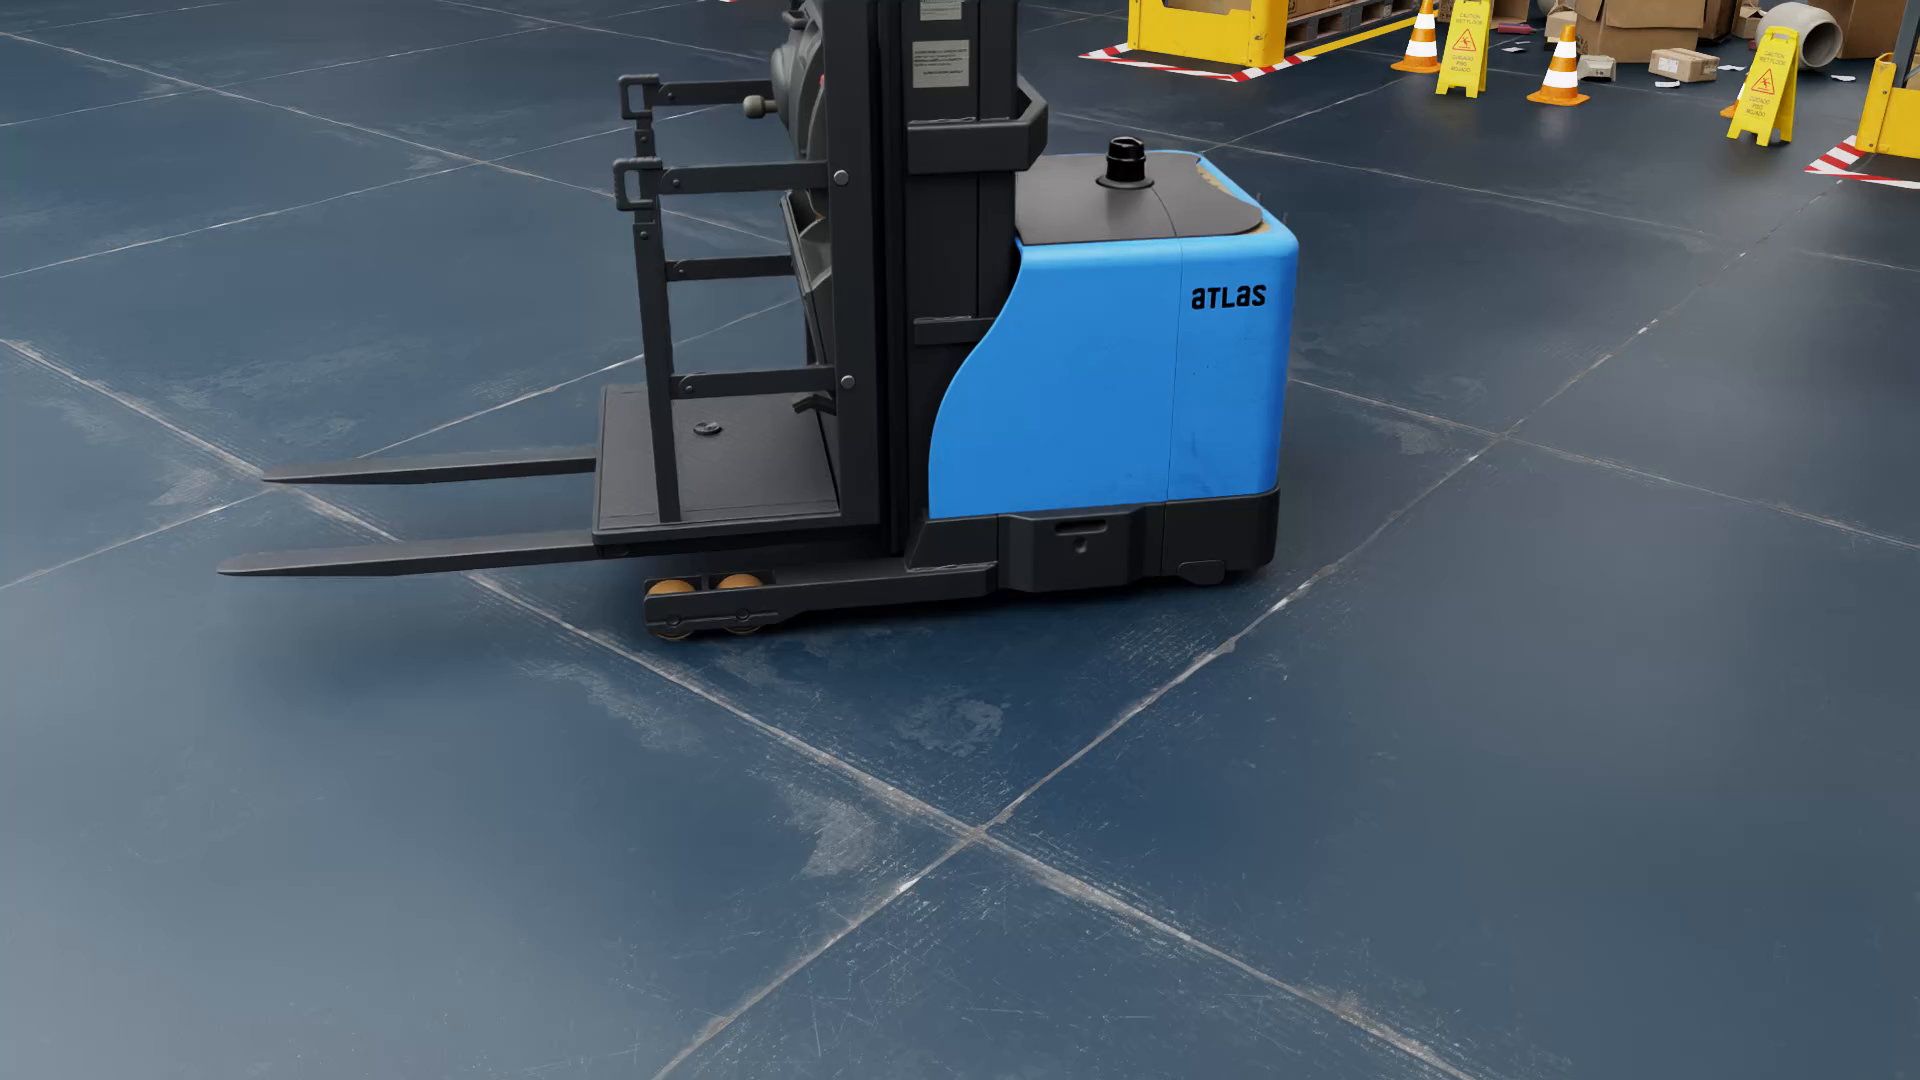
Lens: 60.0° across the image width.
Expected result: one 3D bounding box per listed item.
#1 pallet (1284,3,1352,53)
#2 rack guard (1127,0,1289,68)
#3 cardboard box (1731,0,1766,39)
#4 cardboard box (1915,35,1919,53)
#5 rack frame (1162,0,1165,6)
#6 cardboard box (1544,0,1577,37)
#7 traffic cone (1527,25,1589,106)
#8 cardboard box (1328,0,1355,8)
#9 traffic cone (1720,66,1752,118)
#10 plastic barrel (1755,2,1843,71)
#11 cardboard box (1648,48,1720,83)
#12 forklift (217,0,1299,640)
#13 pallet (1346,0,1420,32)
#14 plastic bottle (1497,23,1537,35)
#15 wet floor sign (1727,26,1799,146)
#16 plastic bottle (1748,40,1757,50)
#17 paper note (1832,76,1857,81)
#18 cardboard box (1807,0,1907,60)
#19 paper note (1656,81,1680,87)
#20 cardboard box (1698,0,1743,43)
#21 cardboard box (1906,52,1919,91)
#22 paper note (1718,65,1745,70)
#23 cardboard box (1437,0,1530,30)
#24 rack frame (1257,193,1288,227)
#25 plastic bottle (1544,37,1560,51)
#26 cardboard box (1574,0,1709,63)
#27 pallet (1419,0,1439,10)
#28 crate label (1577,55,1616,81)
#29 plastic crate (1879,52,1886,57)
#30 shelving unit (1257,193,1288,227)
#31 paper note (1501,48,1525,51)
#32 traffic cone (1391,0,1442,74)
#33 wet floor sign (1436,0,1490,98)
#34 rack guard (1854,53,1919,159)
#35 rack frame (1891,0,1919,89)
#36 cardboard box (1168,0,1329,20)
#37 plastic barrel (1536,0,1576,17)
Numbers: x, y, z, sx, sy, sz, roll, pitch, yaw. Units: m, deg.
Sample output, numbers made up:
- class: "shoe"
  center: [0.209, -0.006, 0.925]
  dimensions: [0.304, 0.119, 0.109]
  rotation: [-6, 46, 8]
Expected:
- class: "pallet"
  center: [2.232, -3.934, 12.624]
  dimensions: [1.003, 0.211, 1.213]
  rotation: [21, 34, 34]
- class: "rack guard"
  center: [1.769, -3.747, 11.949]
  dimensions: [1.175, 0.500, 0.348]
  rotation: [21, 34, 34]
- class: "cardboard box"
  center: [6.038, -3.997, 12.688]
  dimensions: [0.258, 0.266, 0.396]
  rotation: [0, 27, 0]
- class: "cardboard box"
  center: [5.976, -3.114, 9.723]
  dimensions: [0.500, 0.500, 0.500]
  rotation: [21, 34, 35]
- class: "rack frame"
  center: [1.784, -4.866, 11.391]
  dimensions: [1.000, 3.000, 0.127]
  rotation: [21, 34, 34]
- class: "cardboard box"
  center: [4.656, -3.922, 12.542]
  dimensions: [0.258, 0.266, 0.396]
  rotation: [-21, 34, -35]
- class: "traffic cone"
  center: [3.873, -3.061, 10.664]
  dimensions: [0.336, 0.463, 0.334]
  rotation: [21, 34, 34]
- class: "cardboard box"
  center: [2.723, -4.681, 12.889]
  dimensions: [0.875, 0.875, 0.875]
  rotation: [20, 34, 34]
- class: "traffic cone"
  center: [4.946, -2.858, 10.270]
  dimensions: [0.336, 0.463, 0.334]
  rotation: [21, 34, 34]
- class: "plastic barrel"
  center: [5.814, -3.485, 11.527]
  dimensions: [0.421, 0.421, 0.512]
  rotation: [-5, 28, -9]
- class: "cardboard box"
  center: [4.943, -3.244, 11.358]
  dimensions: [0.250, 0.149, 0.380]
  rotation: [-10, 29, -18]
- class: "forklift"
  center: [-0.617, -1.282, 4.537]
  dimensions: [3.031, 2.935, 1.130]
  rotation: [-4, 28, -8]
- class: "pallet"
  center: [3.009, -4.364, 13.456]
  dimensions: [1.003, 0.211, 1.213]
  rotation: [21, 34, 34]
- class: "plastic bottle"
  center: [4.281, -3.925, 12.770]
  dimensions: [0.283, 0.061, 0.133]
  rotation: [9, 29, 17]
- class: "wet floor sign"
  center: [4.722, -2.655, 9.679]
  dimensions: [0.232, 0.644, 0.267]
  rotation: [-15, 31, -27]
- class: "plastic bottle"
  center: [5.944, -3.659, 12.256]
  dimensions: [0.283, 0.061, 0.133]
  rotation: [-21, 34, -35]
- class: "paper note"
  center: [6.008, -3.145, 11.297]
  dimensions: [0.142, 0.019, 0.148]
  rotation: [9, 29, 17]
- class: "cardboard box"
  center: [6.481, -3.782, 12.013]
  dimensions: [0.500, 0.500, 0.500]
  rotation: [-5, 28, -9]
- class: "paper note"
  center: [4.733, -3.053, 11.118]
  dimensions: [0.148, 0.019, 0.142]
  rotation: [9, 29, 17]
- class: "cardboard box"
  center: [5.420, -4.103, 12.486]
  dimensions: [0.797, 0.637, 0.503]
  rotation: [21, 34, 34]
- class: "cardboard box"
  center: [5.990, -2.794, 9.922]
  dimensions: [0.500, 0.250, 0.500]
  rotation: [21, 34, 34]
- class: "paper note"
  center: [5.389, -3.305, 11.619]
  dimensions: [0.142, 0.019, 0.148]
  rotation: [-15, 31, -27]
- class: "cardboard box"
  center: [4.133, -4.325, 13.063]
  dimensions: [0.500, 0.500, 0.500]
  rotation: [-21, 34, -35]
- class: "rack frame"
  center: [1.017, -0.698, 5.620]
  dimensions: [0.006, 0.900, 0.240]
  rotation: [-6, 28, -12]
- class: "plastic bottle"
  center: [4.387, -3.667, 12.272]
  dimensions: [0.133, 0.061, 0.283]
  rotation: [9, 29, 17]
- class: "cardboard box"
  center: [4.832, -3.709, 11.872]
  dimensions: [0.797, 0.503, 0.637]
  rotation: [0, 27, 0]
- class: "pallet"
  center: [3.784, -4.799, 14.296]
  dimensions: [1.003, 0.211, 1.213]
  rotation: [21, 34, 34]
- class: "crate label"
  center: [4.326, -3.214, 11.313]
  dimensions: [0.250, 0.136, 0.298]
  rotation: [4, 28, 8]
- class: "plastic crate"
  center: [6.581, -3.259, 11.463]
  dimensions: [0.402, 0.080, 0.583]
  rotation: [9, 29, 17]
- class: "shelving unit"
  center: [0.919, -0.687, 5.598]
  dimensions: [0.210, 0.900, 0.258]
  rotation: [-6, 28, -12]
- class: "paper note"
  center: [4.065, -3.591, 12.161]
  dimensions: [0.142, 0.017, 0.144]
  rotation: [-15, 31, -27]
- class: "traffic cone"
  center: [3.218, -3.512, 11.536]
  dimensions: [0.336, 0.463, 0.334]
  rotation: [21, 34, 34]
- class: "wet floor sign"
  center: [3.294, -3.231, 10.794]
  dimensions: [0.267, 0.644, 0.232]
  rotation: [15, 31, 26]
- class: "rack guard"
  center: [5.716, -2.372, 9.290]
  dimensions: [1.175, 0.500, 0.348]
  rotation: [21, 34, 34]
- class: "rack frame"
  center: [5.668, -3.455, 8.664]
  dimensions: [1.000, 3.000, 0.127]
  rotation: [21, 34, 34]
- class: "cardboard box"
  center: [2.165, -4.368, 12.285]
  dimensions: [0.875, 0.875, 0.875]
  rotation: [21, 34, 35]
- class: "plastic barrel"
  center: [4.791, -4.289, 13.080]
  dimensions: [0.421, 0.421, 0.512]
  rotation: [-5, 28, -9]
